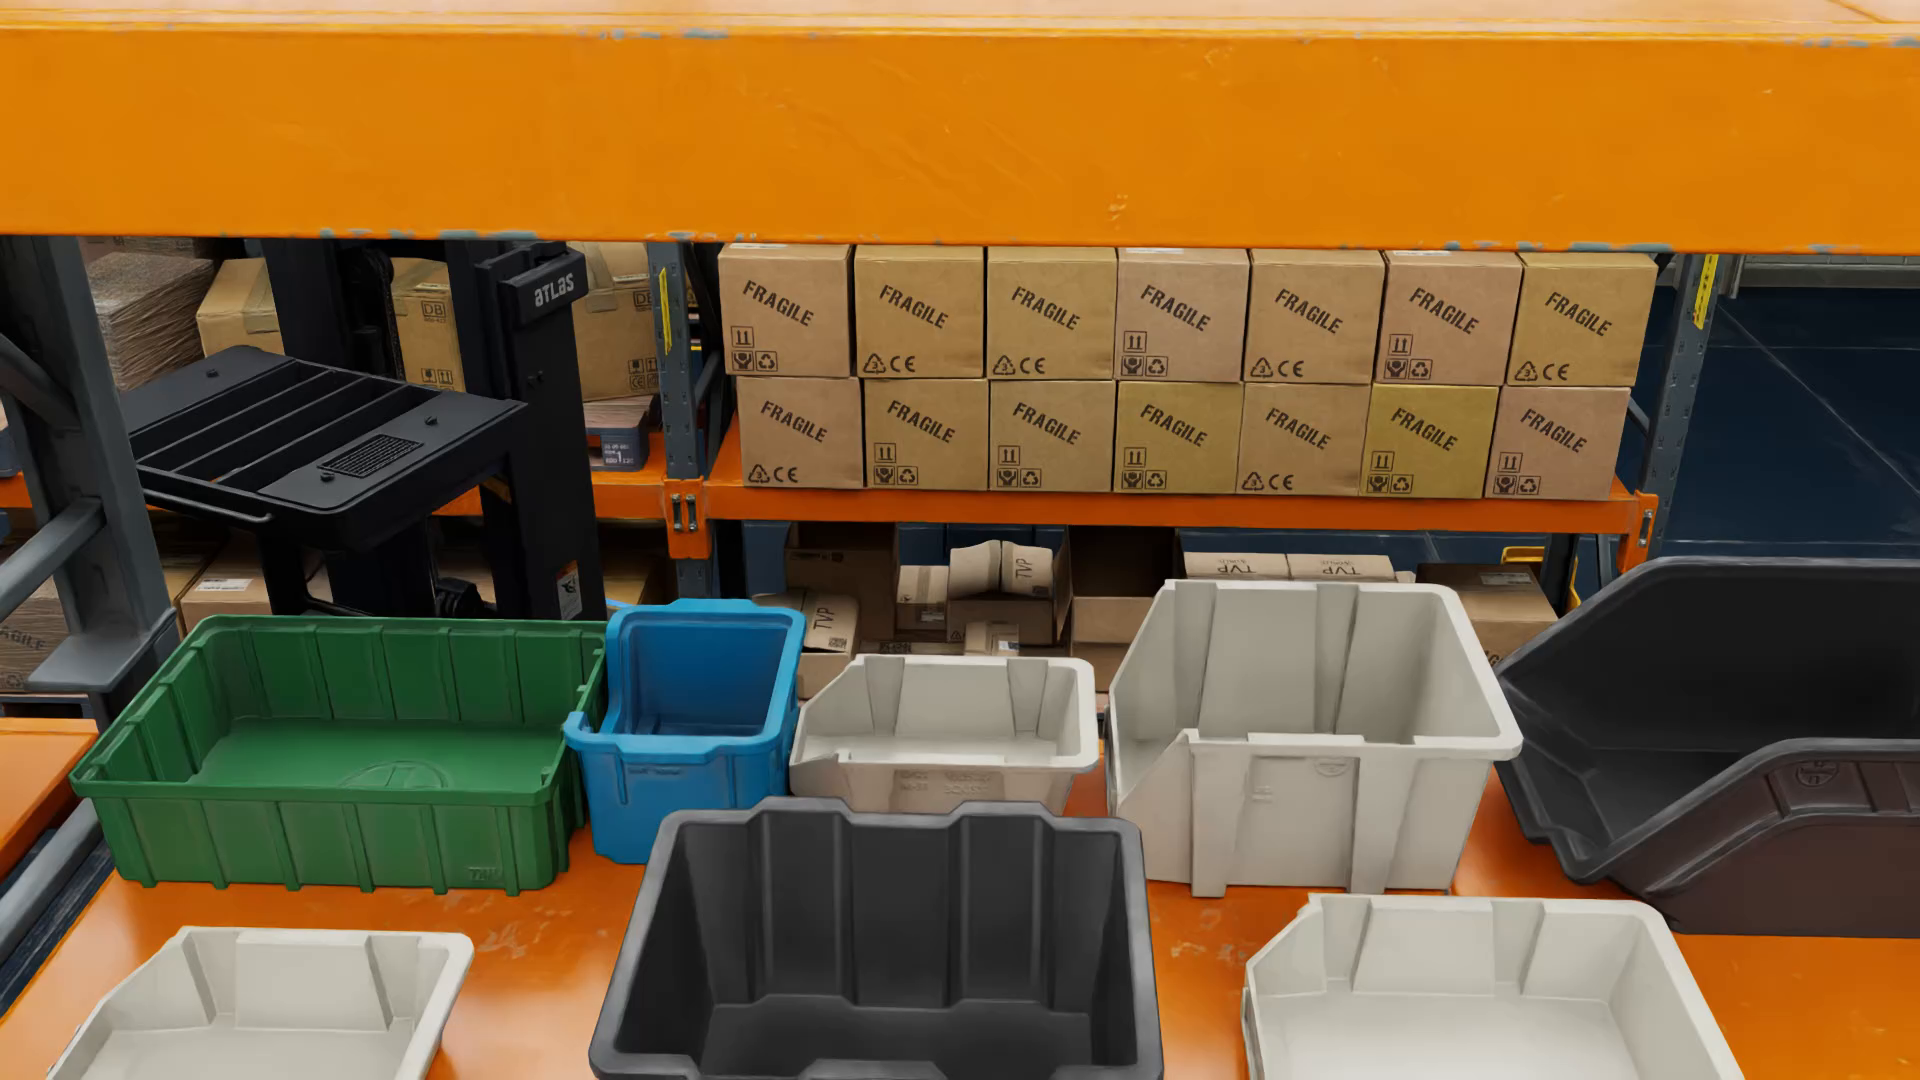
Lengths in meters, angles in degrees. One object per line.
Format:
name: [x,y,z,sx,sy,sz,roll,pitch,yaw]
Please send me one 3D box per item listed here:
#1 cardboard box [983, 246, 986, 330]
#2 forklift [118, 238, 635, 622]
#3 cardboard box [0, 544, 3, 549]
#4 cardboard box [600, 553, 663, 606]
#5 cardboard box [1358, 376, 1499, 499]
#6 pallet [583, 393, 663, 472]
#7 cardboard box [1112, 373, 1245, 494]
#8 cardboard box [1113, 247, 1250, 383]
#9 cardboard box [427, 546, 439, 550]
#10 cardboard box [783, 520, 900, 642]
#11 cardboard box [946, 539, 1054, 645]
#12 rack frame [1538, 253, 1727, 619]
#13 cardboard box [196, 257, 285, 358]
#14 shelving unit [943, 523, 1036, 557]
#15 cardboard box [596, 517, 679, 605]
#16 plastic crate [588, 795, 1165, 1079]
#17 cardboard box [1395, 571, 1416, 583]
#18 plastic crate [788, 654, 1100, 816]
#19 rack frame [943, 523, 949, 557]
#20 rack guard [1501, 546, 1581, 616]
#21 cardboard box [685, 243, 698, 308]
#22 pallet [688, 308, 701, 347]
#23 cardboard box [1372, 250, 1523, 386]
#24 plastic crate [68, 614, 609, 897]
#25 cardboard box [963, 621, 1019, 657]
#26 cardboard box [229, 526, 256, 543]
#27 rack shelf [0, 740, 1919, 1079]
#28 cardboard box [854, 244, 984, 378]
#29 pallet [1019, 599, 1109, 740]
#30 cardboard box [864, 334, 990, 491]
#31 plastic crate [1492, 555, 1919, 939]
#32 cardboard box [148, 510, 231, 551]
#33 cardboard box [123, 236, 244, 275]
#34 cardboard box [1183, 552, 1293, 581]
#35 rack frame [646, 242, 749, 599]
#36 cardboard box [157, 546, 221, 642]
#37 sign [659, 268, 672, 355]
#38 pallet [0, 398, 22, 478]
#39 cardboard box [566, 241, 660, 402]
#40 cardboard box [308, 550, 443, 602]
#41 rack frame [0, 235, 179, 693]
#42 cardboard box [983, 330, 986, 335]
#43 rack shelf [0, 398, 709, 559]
cardboard box: [-0.107,-1.232,7.198,0.500,0.500,0.500,0,28,1]
forklift: [-1.827,0.545,5.092,1.130,2.935,3.031,12,30,22]
cardboard box: [-4.686,0.344,7.597,0.500,0.500,0.500,2,28,4]
cardboard box: [-1.637,0.395,7.501,0.500,0.500,0.500,1,28,2]
cardboard box: [1.888,-0.506,6.895,0.500,0.500,0.500,1,28,2]
pallet: [-1.928,-0.620,7.423,1.213,0.211,1.003,1,28,2]
cardboard box: [0.886,-0.525,6.931,0.500,0.500,0.500,1,28,1]
cardboard box: [0.873,-0.962,6.688,0.500,0.500,0.500,2,28,3]
cardboard box: [-2.641,0.132,7.998,0.500,0.500,0.500,1,28,2]
cardboard box: [-0.554,0.146,7.971,0.500,0.500,0.500,1,28,2]
cardboard box: [0.195,0.242,7.992,0.500,0.311,0.500,1,28,2]
rack frame: [2.864,-0.575,7.132,0.127,3.000,1.000,1,28,2]
cardboard box: [-2.901,-0.871,7.135,0.500,0.500,0.700,-6,29,-11]
shelving unit: [0.165,-0.925,8.753,0.503,2.100,0.431,1,28,2]
cardboard box: [-1.608,0.147,7.969,0.500,0.500,0.500,0,28,-1]
plastic crate: [-0.080,0.559,1.930,0.590,0.269,0.497,1,28,2]
cardboard box: [2.208,0.311,8.016,0.250,0.166,0.380,1,28,2]
plastic crate: [-0.028,0.312,2.538,0.466,0.136,0.293,1,28,2]
rack frame: [-0.078,-0.929,8.761,0.015,2.100,0.400,1,28,2]
rack guard: [2.788,0.528,7.719,0.348,0.500,1.175,1,28,2]
cardboard box: [-1.617,-2.145,11.941,0.750,0.750,0.750,1,28,2]
pallet: [-1.736,-1.705,12.241,1.213,0.211,1.003,1,28,2]
cardboard box: [1.904,-0.947,6.660,0.500,0.500,0.500,2,28,3]
plastic crate: [-0.878,0.311,2.483,0.662,0.188,0.450,1,28,2]
cardboard box: [0.143,0.534,7.595,0.250,0.166,0.380,1,28,2]
cardboard box: [-3.109,-0.209,7.840,0.500,0.250,0.500,0,28,1]
rack shelf: [0.687,0.703,2.286,4.000,0.370,1.077,1,28,2]
cardboard box: [-0.157,-0.979,6.720,0.500,0.500,0.500,0,28,0]
pallet: [0.775,0.622,7.852,1.213,0.211,1.003,1,28,2]
cardboard box: [-0.122,-0.542,6.963,0.500,0.500,0.500,1,28,3]
plastic crate: [1.168,0.292,2.360,0.767,0.338,0.504,1,28,2]
cardboard box: [-3.671,0.117,8.025,0.500,0.500,0.500,0,28,0]
cardboard box: [-5.681,-2.103,12.214,0.500,0.500,0.700,1,28,3]
cardboard box: [1.331,0.287,7.971,0.500,0.250,0.500,1,28,2]
rack frame: [-1.134,-0.641,7.256,0.127,3.000,1.000,1,28,2]
cardboard box: [-3.662,0.361,7.565,0.500,0.500,0.500,1,28,1]
sign: [-1.150,-0.893,6.495,0.005,0.325,0.100,1,28,2]
pallet: [-4.451,-0.644,7.467,1.003,0.211,1.213,1,28,2]
cardboard box: [-1.599,-0.983,7.347,0.500,0.500,0.700,-8,29,-15]
cardboard box: [-2.632,0.375,7.540,0.500,0.500,0.500,1,28,2]
rack frame: [-1.312,-0.973,1.478,0.127,3.000,1.000,1,28,2]
cardboard box: [-0.110,-0.789,7.429,0.500,0.500,0.500,2,28,3]
rack shelf: [-3.132,-0.356,7.487,4.000,0.370,1.077,1,28,2]
